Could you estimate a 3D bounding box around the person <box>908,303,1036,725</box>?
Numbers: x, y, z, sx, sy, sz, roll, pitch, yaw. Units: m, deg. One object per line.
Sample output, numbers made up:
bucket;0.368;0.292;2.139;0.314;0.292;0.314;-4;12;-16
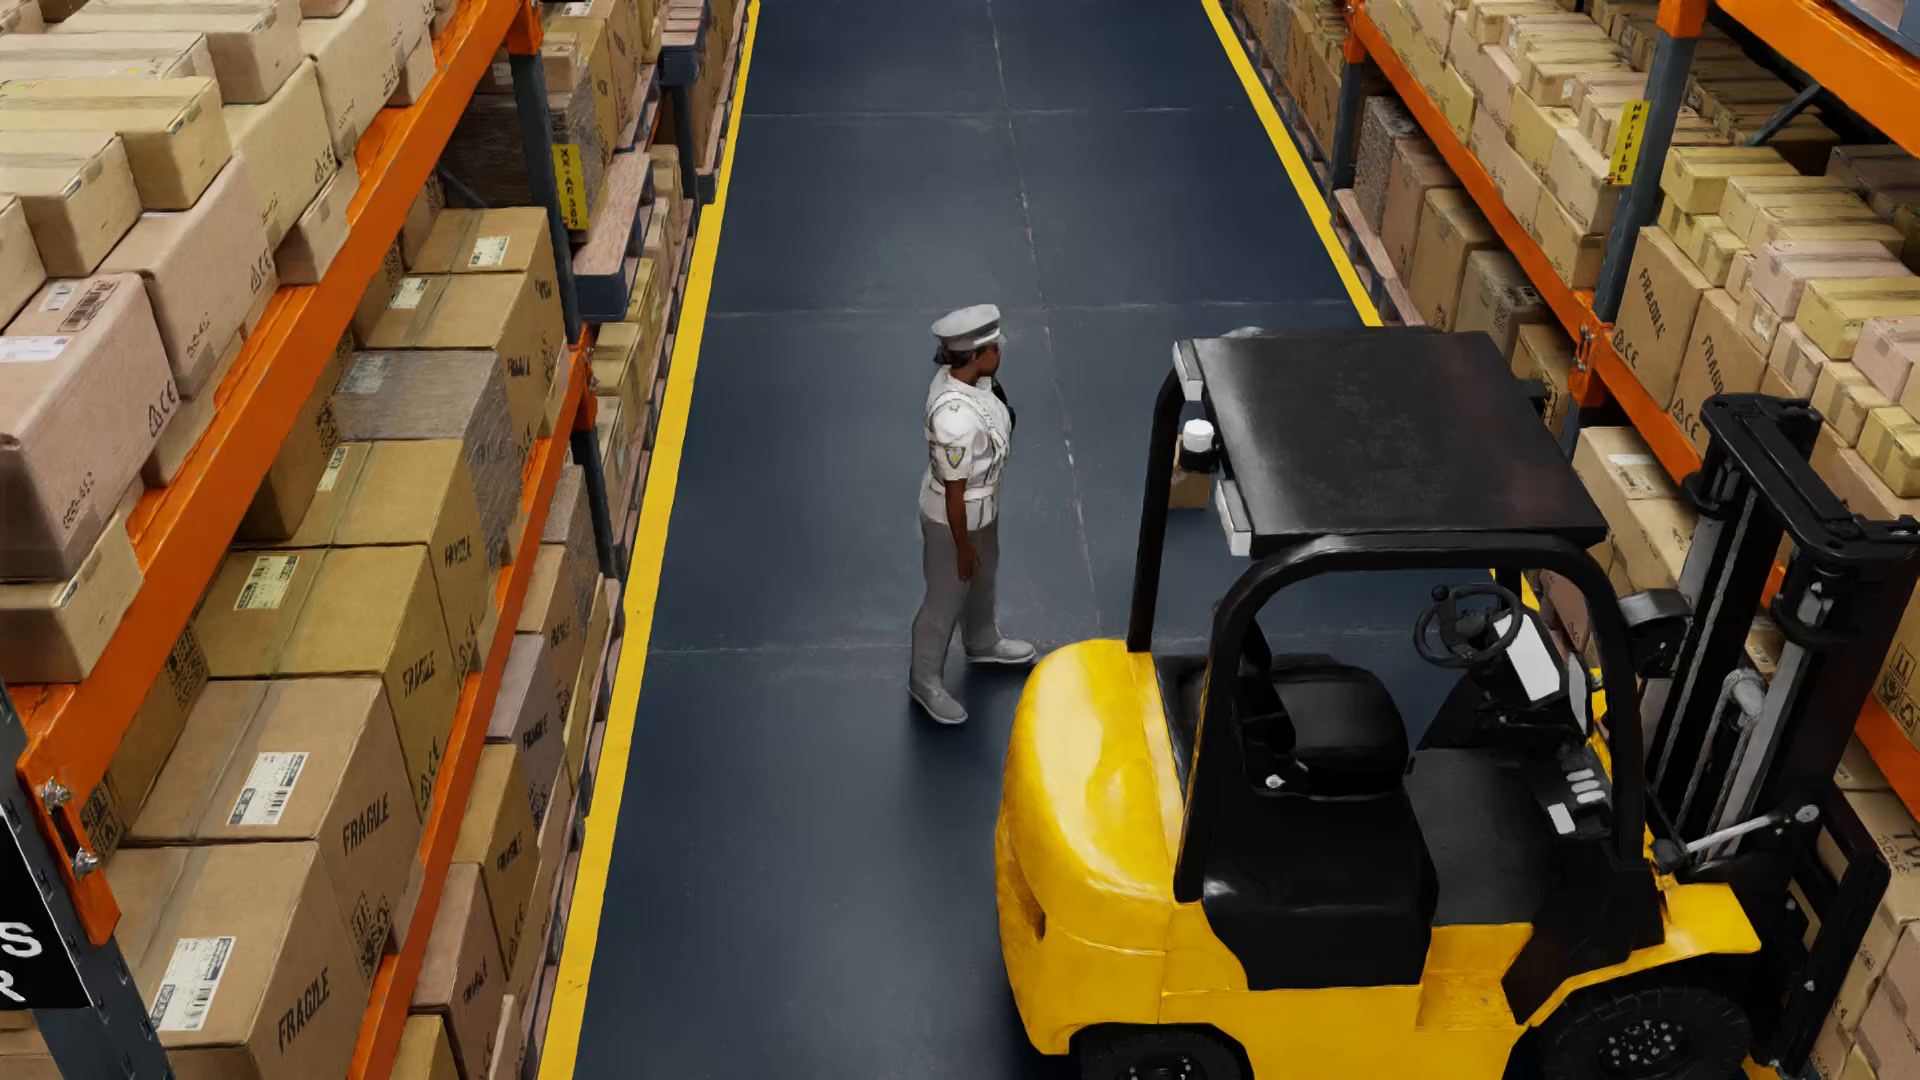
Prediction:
person;0.049;-0.109;6.254;0.482;1.670;0.571;5;36;7
